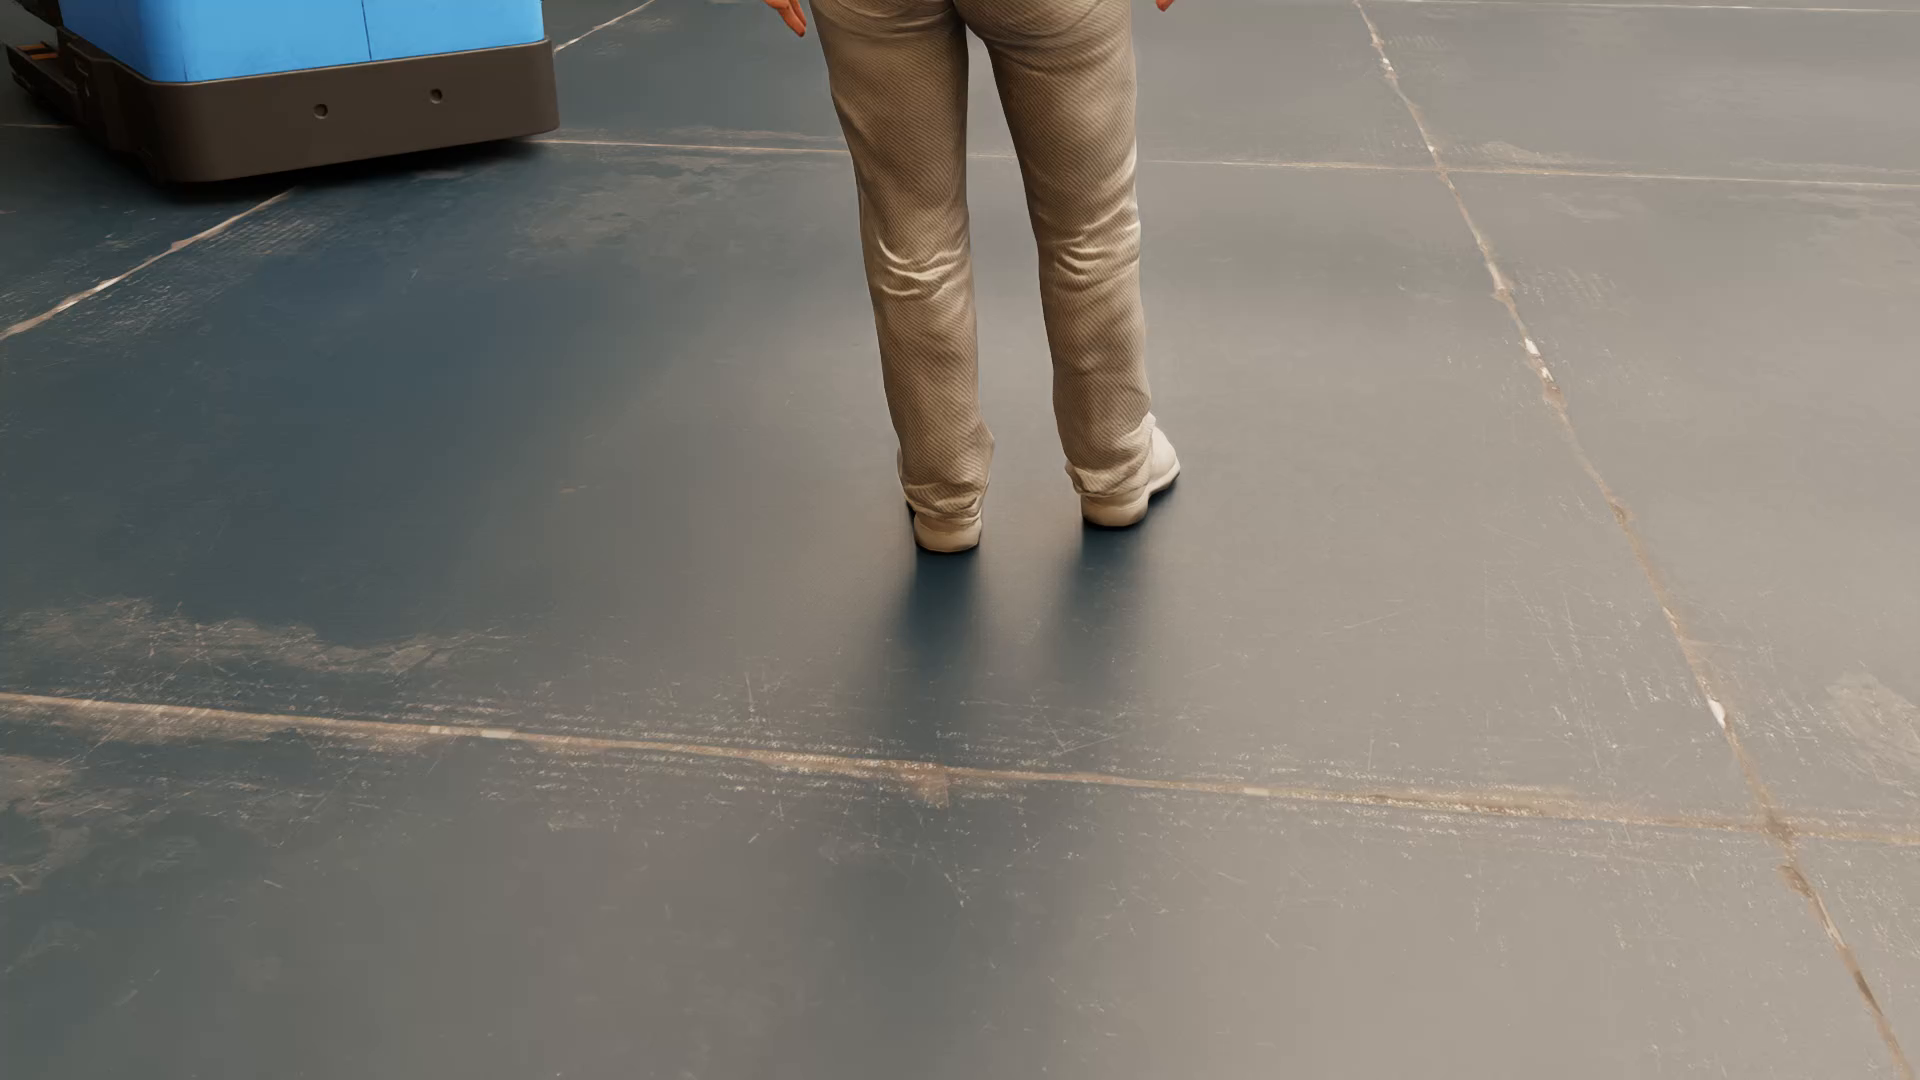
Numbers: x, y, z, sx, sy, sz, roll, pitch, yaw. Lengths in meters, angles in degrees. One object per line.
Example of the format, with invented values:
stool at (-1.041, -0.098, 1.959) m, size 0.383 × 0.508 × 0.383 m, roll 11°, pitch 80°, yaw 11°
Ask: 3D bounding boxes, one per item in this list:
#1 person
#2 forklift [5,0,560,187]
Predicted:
person at (0.015, -0.828, 2.156) m, size 0.634 × 1.775 × 0.566 m, roll 3°, pitch 27°, yaw 7°
forklift at (-2.411, -2.790, 4.810) m, size 1.130 × 2.935 × 3.031 m, roll -19°, pitch 32°, yaw -33°
